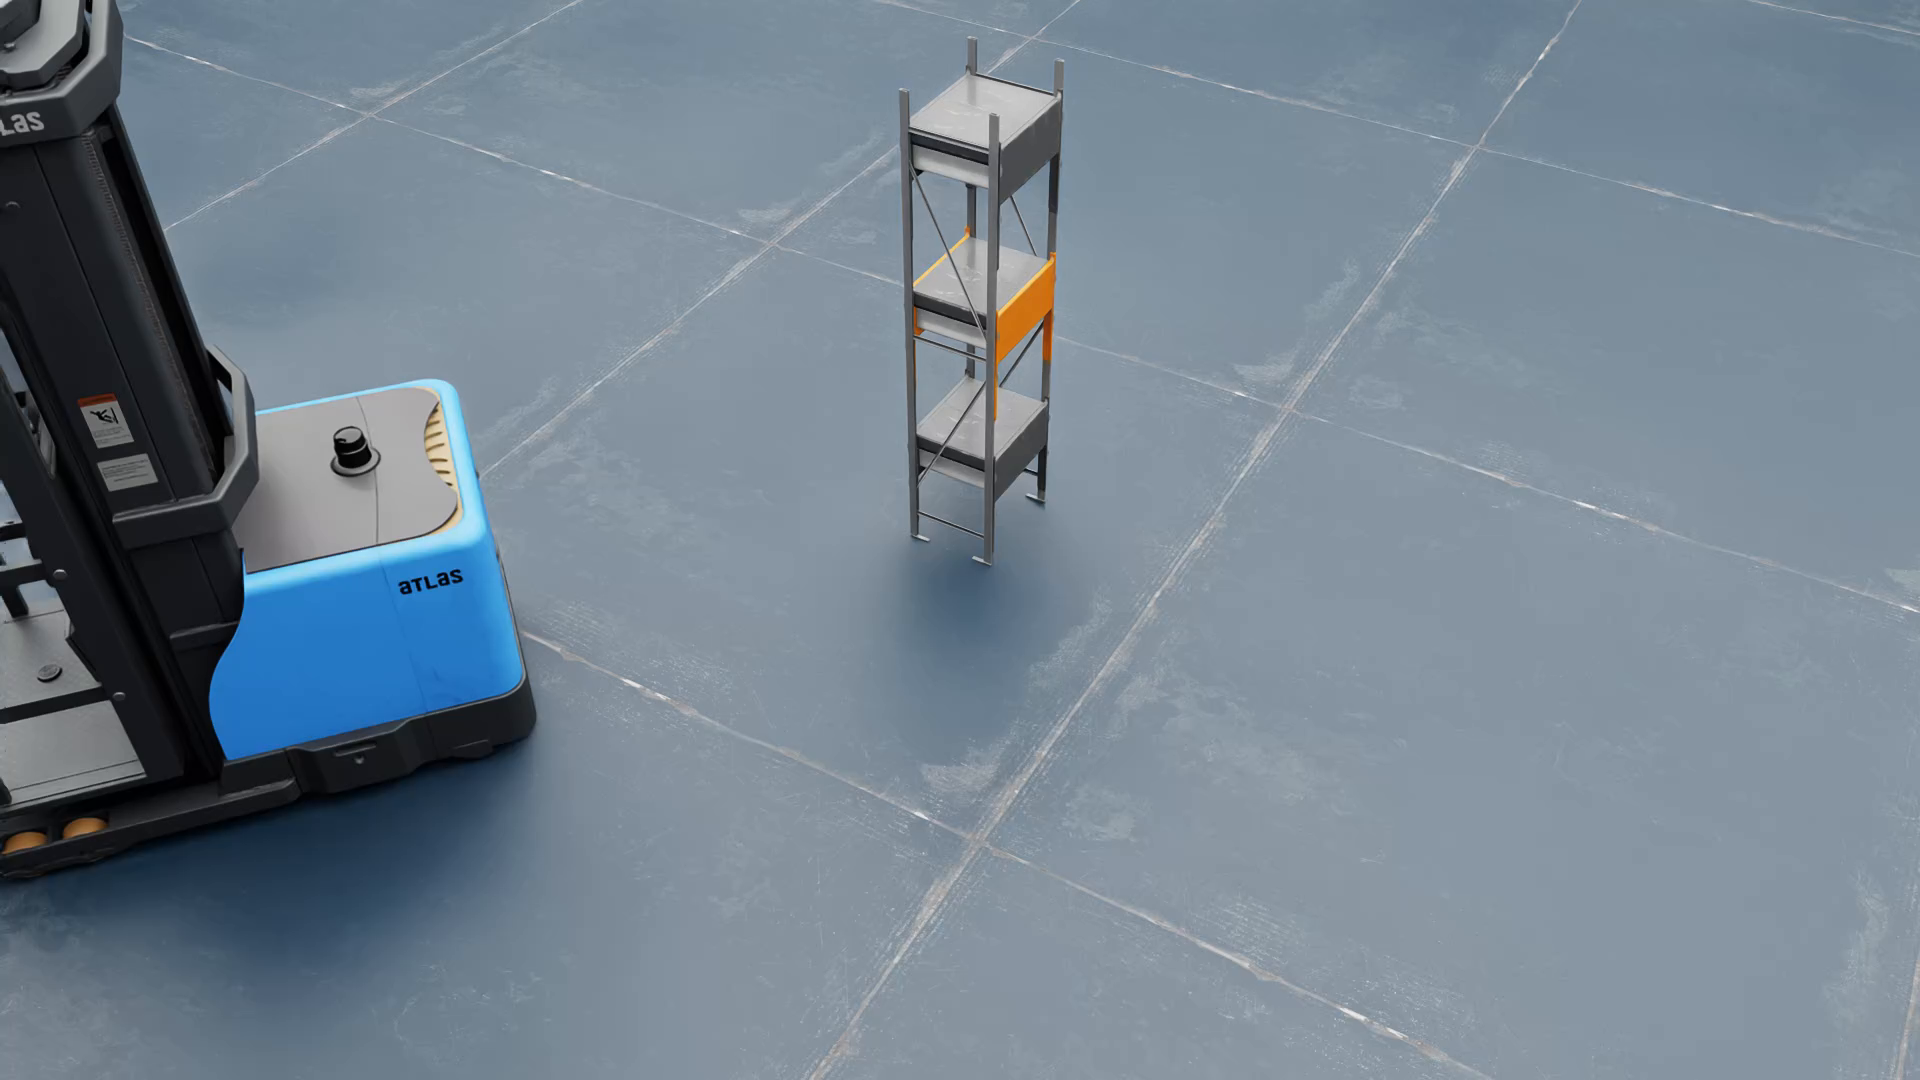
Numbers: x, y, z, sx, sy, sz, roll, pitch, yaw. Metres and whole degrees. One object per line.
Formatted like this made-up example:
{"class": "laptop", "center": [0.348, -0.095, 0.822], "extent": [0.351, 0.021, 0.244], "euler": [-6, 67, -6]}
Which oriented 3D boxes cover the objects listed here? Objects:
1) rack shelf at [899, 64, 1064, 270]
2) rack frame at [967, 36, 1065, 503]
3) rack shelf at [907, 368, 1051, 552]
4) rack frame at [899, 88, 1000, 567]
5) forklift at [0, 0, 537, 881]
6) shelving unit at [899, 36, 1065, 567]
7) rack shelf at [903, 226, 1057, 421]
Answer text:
{"class": "rack shelf", "center": [0.083, -1.398, 6.210], "extent": [0.431, 0.518, 0.480], "euler": [21, 45, 22]}
{"class": "rack frame", "center": [0.205, -1.022, 6.822], "extent": [0.400, 2.100, 0.015], "euler": [21, 45, 22]}
{"class": "rack shelf", "center": [0.083, -0.347, 7.135], "extent": [0.431, 0.518, 0.480], "euler": [21, 45, 22]}
{"class": "rack frame", "center": [-0.039, -0.743, 6.505], "extent": [0.400, 2.100, 0.015], "euler": [21, 45, 22]}
{"class": "forklift", "center": [-3.192, -0.301, 5.374], "extent": [3.031, 2.935, 1.130], "euler": [-13, 43, -15]}
{"class": "shelving unit", "center": [0.083, -0.883, 6.664], "extent": [0.431, 2.100, 0.503], "euler": [21, 45, 22]}
{"class": "rack shelf", "center": [0.083, -0.872, 6.673], "extent": [0.431, 0.518, 0.480], "euler": [21, 45, 22]}
